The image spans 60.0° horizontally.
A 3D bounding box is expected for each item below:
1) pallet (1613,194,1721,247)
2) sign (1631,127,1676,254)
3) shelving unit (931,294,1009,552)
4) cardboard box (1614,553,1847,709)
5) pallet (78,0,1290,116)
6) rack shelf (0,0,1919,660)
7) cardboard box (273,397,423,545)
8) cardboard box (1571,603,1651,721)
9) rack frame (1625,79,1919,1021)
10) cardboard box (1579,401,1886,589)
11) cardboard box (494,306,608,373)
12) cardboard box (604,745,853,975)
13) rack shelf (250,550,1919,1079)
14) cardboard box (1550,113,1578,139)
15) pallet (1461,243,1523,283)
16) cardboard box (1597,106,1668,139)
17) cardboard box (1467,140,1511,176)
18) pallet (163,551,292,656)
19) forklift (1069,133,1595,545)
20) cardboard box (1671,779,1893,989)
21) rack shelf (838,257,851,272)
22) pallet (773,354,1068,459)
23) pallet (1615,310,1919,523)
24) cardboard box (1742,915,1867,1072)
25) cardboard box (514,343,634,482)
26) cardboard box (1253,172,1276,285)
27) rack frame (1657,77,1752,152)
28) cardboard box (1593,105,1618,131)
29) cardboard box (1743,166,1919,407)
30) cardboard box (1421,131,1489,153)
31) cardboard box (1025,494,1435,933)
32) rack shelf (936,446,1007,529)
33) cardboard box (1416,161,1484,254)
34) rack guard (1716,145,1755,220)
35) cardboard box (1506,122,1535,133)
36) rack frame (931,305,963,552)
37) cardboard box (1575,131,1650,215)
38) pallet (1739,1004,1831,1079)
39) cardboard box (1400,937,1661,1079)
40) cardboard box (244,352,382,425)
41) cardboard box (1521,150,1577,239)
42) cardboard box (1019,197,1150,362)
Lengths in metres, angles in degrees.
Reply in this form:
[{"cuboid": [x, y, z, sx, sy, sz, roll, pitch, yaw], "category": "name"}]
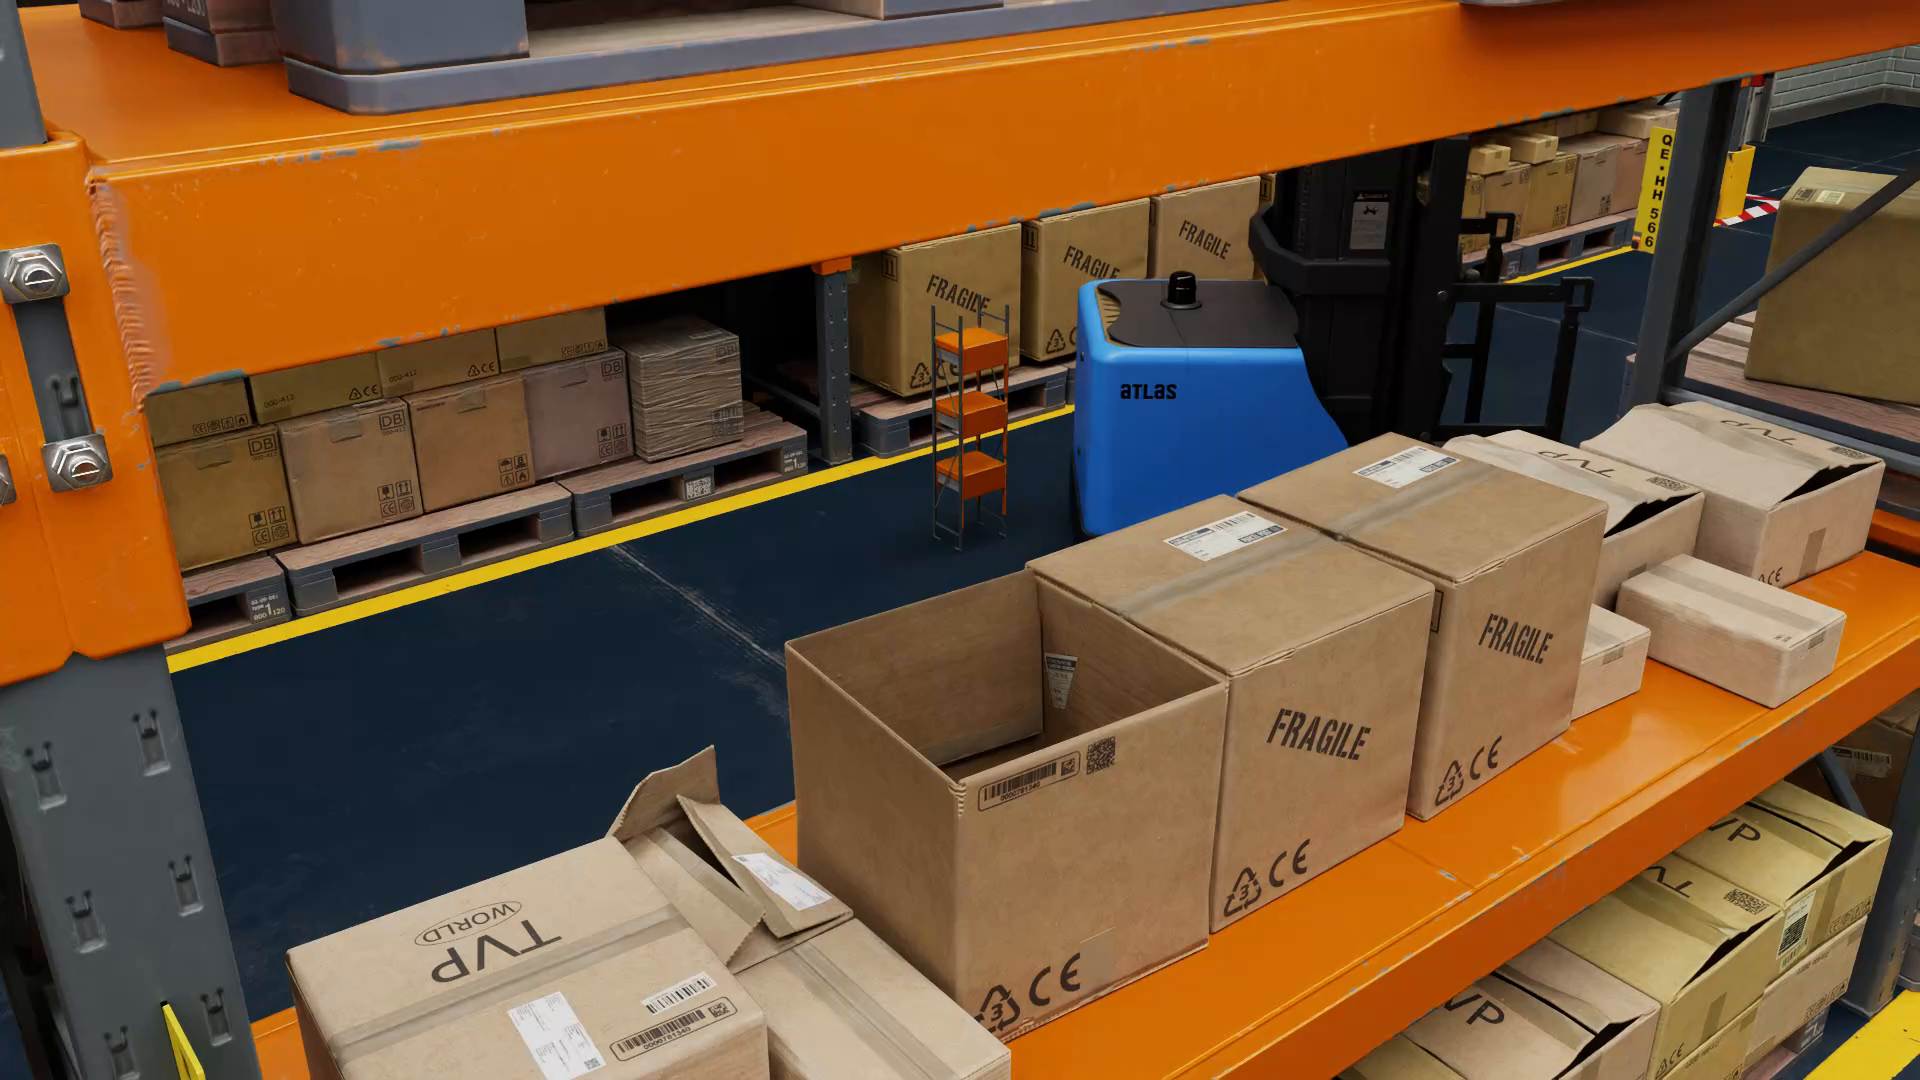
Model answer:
[{"cuboid": [4.839, -2.470, 12.322, 1.213, 0.211, 1.003, -18, 31, -34], "category": "pallet"}, {"cuboid": [1.841, -0.917, 4.382, 0.005, 0.325, 0.100, -18, 31, -34], "category": "sign"}, {"cuboid": [0.042, -0.490, 7.059, 0.252, 1.050, 0.215, -18, 31, -34], "category": "shelving unit"}, {"cuboid": [1.647, 0.188, 3.579, 0.250, 0.149, 0.380, -18, 31, -34], "category": "cardboard box"}, {"cuboid": [-0.278, -0.719, 1.900, 1.217, 0.209, 0.805, -20, 31, -36], "category": "pallet"}, {"cuboid": [0.610, -0.765, 2.627, 4.000, 0.370, 1.077, -18, 31, -34], "category": "rack shelf"}, {"cuboid": [-2.653, -0.384, 6.961, 0.500, 0.500, 0.700, -18, 30, -33], "category": "cardboard box"}, {"cuboid": [1.215, 0.213, 3.526, 0.250, 0.149, 0.380, -16, 29, -30], "category": "cardboard box"}, {"cuboid": [2.184, -0.251, 4.227, 0.127, 3.000, 1.000, -18, 31, -34], "category": "rack frame"}, {"cuboid": [1.871, -0.130, 4.073, 0.500, 0.311, 0.500, -16, 29, -31], "category": "cardboard box"}, {"cuboid": [-1.898, -0.965, 7.322, 0.500, 0.250, 0.500, -18, 30, -33], "category": "cardboard box"}, {"cuboid": [-0.385, 0.560, 2.640, 0.258, 0.266, 0.396, -19, 31, -35], "category": "cardboard box"}, {"cuboid": [0.610, 0.595, 3.259, 4.000, 0.370, 1.077, -18, 31, -34], "category": "rack shelf"}, {"cuboid": [4.110, -2.940, 11.723, 0.250, 0.149, 0.380, -18, 30, -33], "category": "cardboard box"}, {"cuboid": [2.918, -1.837, 10.956, 1.213, 0.211, 1.003, -18, 31, -34], "category": "pallet"}, {"cuboid": [4.741, -2.944, 11.731, 0.250, 0.149, 0.380, -17, 30, -33], "category": "cardboard box"}, {"cuboid": [3.306, -2.469, 10.708, 0.250, 0.149, 0.380, -17, 30, -32], "category": "cardboard box"}, {"cuboid": [-3.412, 0.210, 6.546, 1.213, 0.211, 1.003, -18, 31, -34], "category": "pallet"}, {"cuboid": [2.001, -1.266, 6.495, 3.031, 2.935, 1.130, 0, 25, 1], "category": "forklift"}, {"cuboid": [1.924, 0.769, 4.130, 0.500, 0.311, 0.500, -17, 30, -33], "category": "cardboard box"}, {"cuboid": [0.698, -2.084, 9.032, 4.000, 0.370, 1.077, -18, 31, -34], "category": "rack shelf"}, {"cuboid": [-0.209, -0.806, 8.735, 1.213, 0.211, 1.003, -18, 31, -34], "category": "pallet"}, {"cuboid": [2.674, -0.363, 4.697, 1.003, 0.211, 1.213, -18, 31, -34], "category": "pallet"}, {"cuboid": [1.920, 1.024, 4.249, 0.500, 0.250, 0.500, -17, 30, -33], "category": "cardboard box"}, {"cuboid": [-1.887, -0.657, 7.549, 0.500, 0.500, 0.700, -18, 31, -34], "category": "cardboard box"}, {"cuboid": [1.841, -1.933, 9.907, 0.750, 0.750, 0.750, -18, 30, -33], "category": "cardboard box"}, {"cuboid": [5.419, -3.969, 12.238, 0.127, 3.000, 1.000, -18, 31, -34], "category": "rack frame"}, {"cuboid": [4.507, -3.072, 12.005, 0.250, 0.149, 0.380, -18, 30, -34], "category": "cardboard box"}, {"cuboid": [2.610, -0.687, 4.550, 0.700, 0.500, 0.500, 15, 29, 29], "category": "cardboard box"}, {"cuboid": [3.307, -2.675, 11.151, 0.250, 0.149, 0.380, -19, 31, -36], "category": "cardboard box"}, {"cuboid": [0.459, 0.282, 2.960, 0.500, 0.500, 0.500, -18, 30, -34], "category": "cardboard box"}, {"cuboid": [0.042, -0.228, 7.180, 0.240, 0.259, 0.215, -18, 31, -34], "category": "rack shelf"}, {"cuboid": [2.924, -2.147, 10.783, 0.500, 0.500, 0.700, -18, 30, -33], "category": "cardboard box"}, {"cuboid": [5.438, -2.841, 12.778, 0.348, 0.500, 1.175, -18, 31, -34], "category": "rack guard"}, {"cuboid": [3.709, -2.808, 11.437, 0.250, 0.149, 0.380, -19, 31, -35], "category": "cardboard box"}, {"cuboid": [-0.054, -0.458, 6.991, 0.008, 1.050, 0.200, -18, 31, -34], "category": "rack frame"}, {"cuboid": [4.537, -2.681, 11.933, 0.500, 0.500, 0.700, -18, 31, -34], "category": "cardboard box"}, {"cuboid": [1.512, 1.215, 4.381, 1.213, 0.211, 1.003, -18, 31, -34], "category": "pallet"}, {"cuboid": [1.120, 1.037, 3.554, 0.500, 0.311, 0.500, -18, 31, -34], "category": "cardboard box"}, {"cuboid": [-2.703, -0.706, 6.764, 0.500, 0.250, 0.500, -19, 31, -35], "category": "cardboard box"}, {"cuboid": [3.726, -2.409, 11.347, 0.500, 0.500, 0.700, -17, 30, -33], "category": "cardboard box"}, {"cuboid": [0.477, -1.479, 8.929, 0.750, 0.750, 0.750, -18, 31, -34], "category": "cardboard box"}]
